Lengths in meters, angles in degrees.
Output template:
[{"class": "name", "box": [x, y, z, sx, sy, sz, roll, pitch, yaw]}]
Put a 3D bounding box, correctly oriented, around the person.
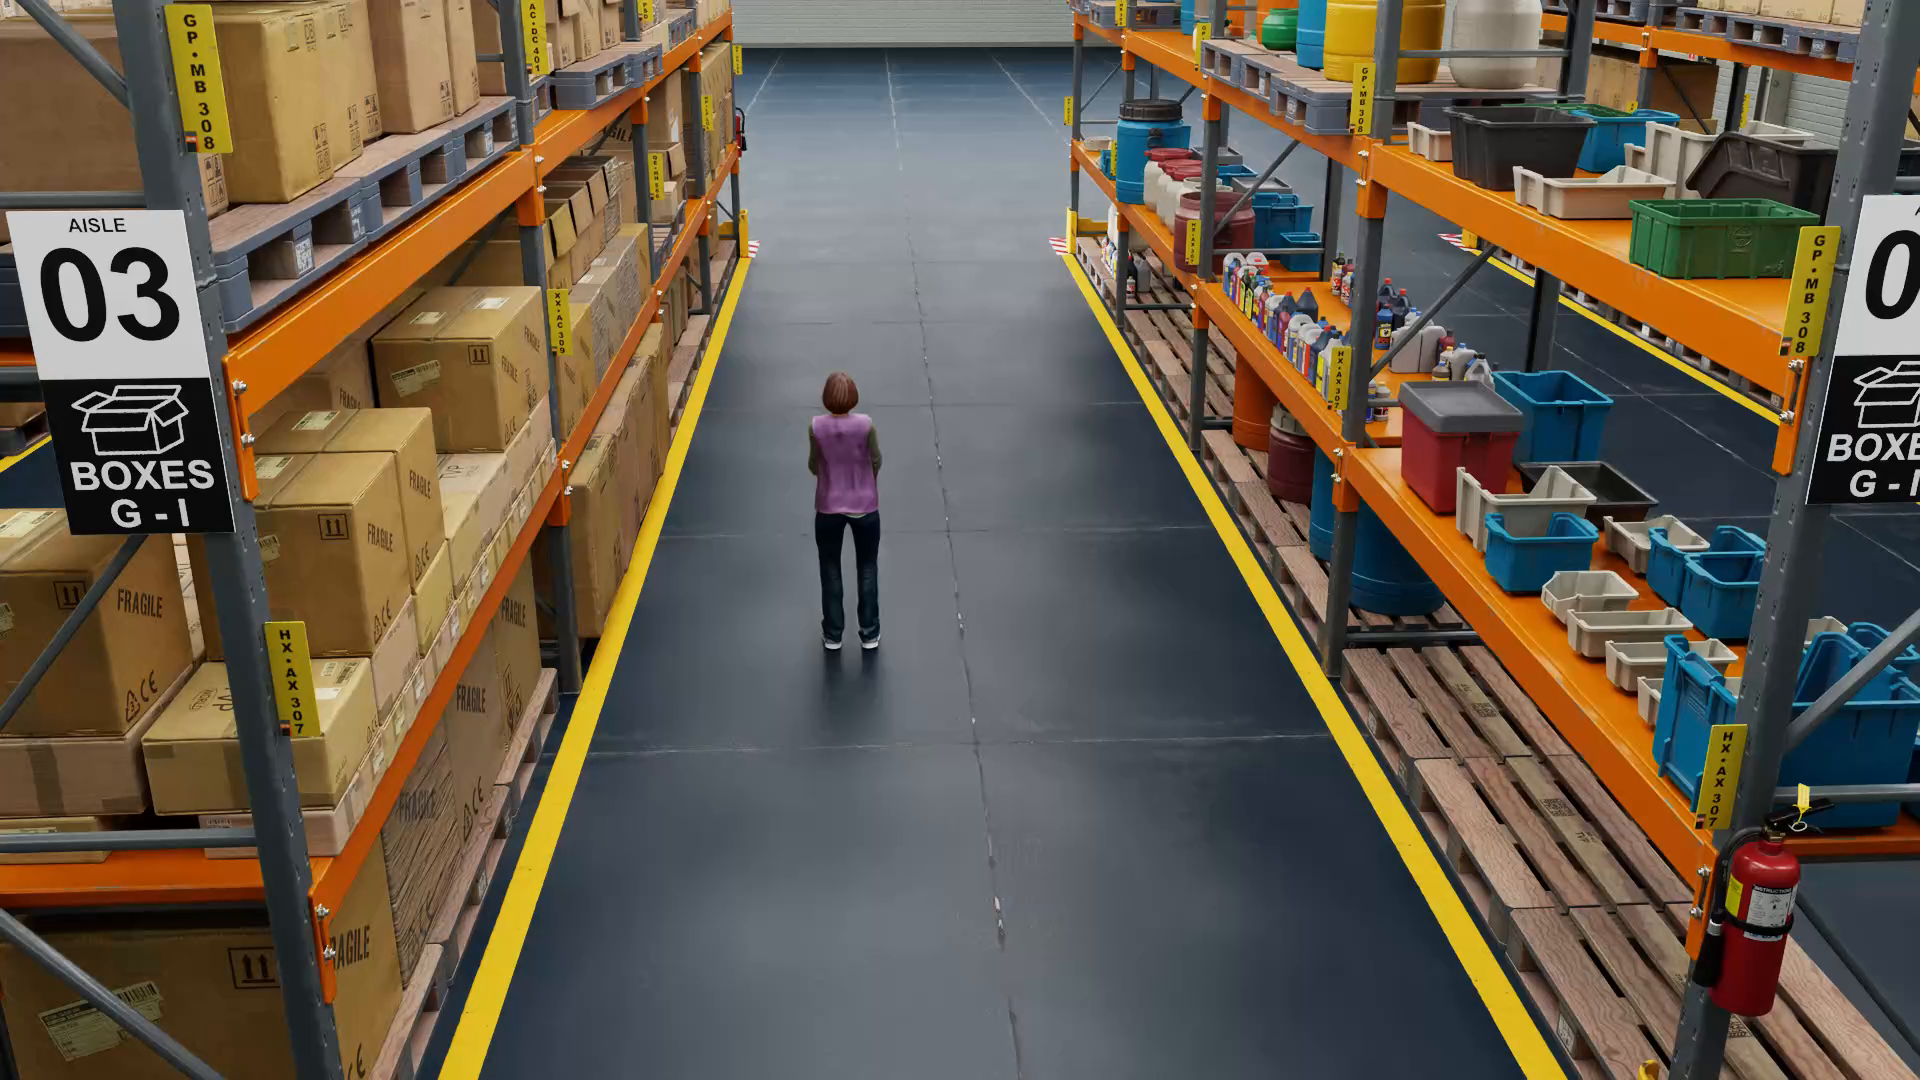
[{"class": "person", "box": [-0.622, -0.189, 9.102, 0.406, 1.588, 0.497, -1, 21, -3]}]
